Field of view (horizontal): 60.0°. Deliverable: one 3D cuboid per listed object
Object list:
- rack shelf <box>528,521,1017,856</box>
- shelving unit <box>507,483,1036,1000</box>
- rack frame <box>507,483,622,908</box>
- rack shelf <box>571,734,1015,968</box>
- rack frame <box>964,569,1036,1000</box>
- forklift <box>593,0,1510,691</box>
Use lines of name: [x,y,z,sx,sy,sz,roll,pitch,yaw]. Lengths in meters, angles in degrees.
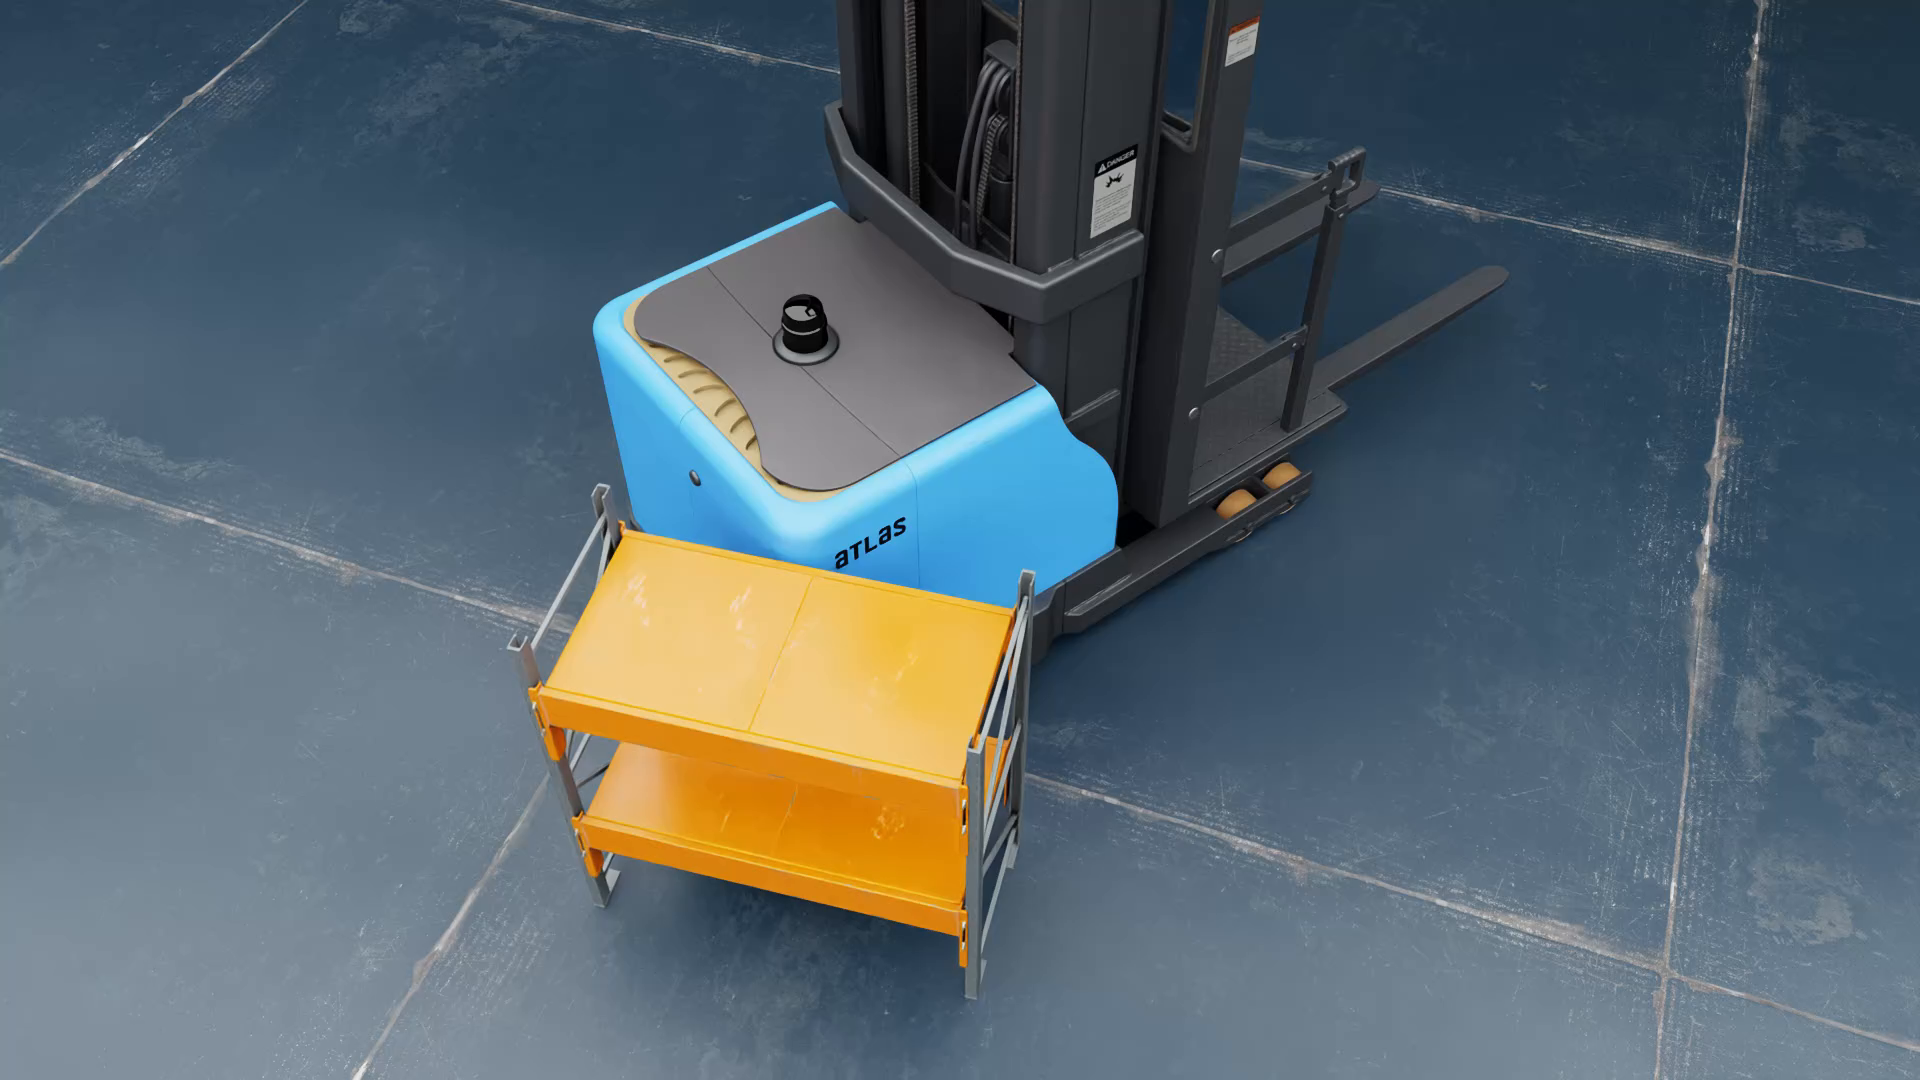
rack shelf: [-0.401,0.328,3.834,1.000,0.278,0.538,11,50,10]
shelving unit: [-0.401,0.519,4.055,1.048,1.125,0.538,11,50,10]
rack frame: [-0.892,0.421,4.141,0.032,1.125,0.500,11,50,10]
rack shelf: [-0.401,0.680,4.240,1.000,0.278,0.538,11,50,10]
rack frame: [0.090,0.618,3.970,0.032,1.125,0.500,11,50,10]
forklift: [0.499,-1.246,4.390,3.031,2.935,1.130,-30,55,-23]
